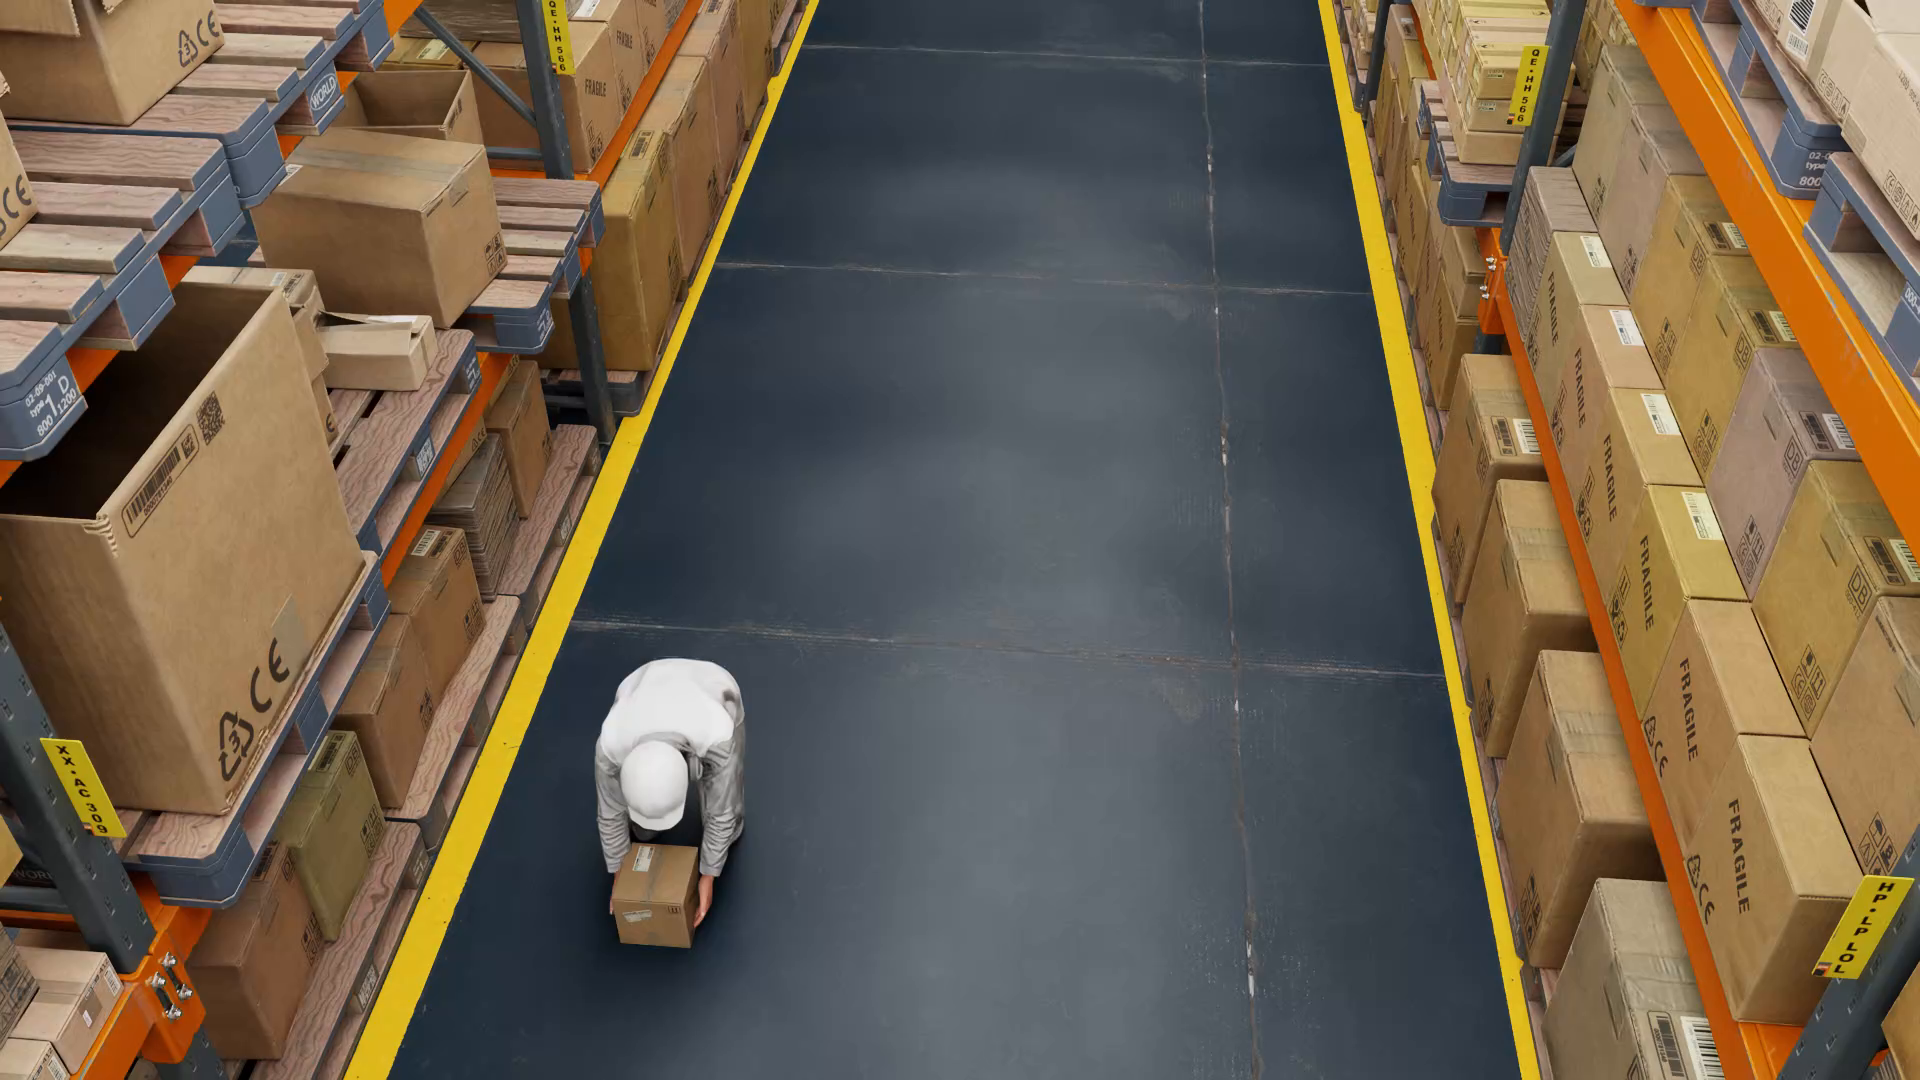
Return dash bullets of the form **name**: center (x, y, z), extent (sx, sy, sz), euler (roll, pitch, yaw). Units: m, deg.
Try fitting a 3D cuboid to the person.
- **person**: center (-1.018, 0.807, 5.872), extent (0.531, 0.879, 0.919), euler (3, 40, 4)
